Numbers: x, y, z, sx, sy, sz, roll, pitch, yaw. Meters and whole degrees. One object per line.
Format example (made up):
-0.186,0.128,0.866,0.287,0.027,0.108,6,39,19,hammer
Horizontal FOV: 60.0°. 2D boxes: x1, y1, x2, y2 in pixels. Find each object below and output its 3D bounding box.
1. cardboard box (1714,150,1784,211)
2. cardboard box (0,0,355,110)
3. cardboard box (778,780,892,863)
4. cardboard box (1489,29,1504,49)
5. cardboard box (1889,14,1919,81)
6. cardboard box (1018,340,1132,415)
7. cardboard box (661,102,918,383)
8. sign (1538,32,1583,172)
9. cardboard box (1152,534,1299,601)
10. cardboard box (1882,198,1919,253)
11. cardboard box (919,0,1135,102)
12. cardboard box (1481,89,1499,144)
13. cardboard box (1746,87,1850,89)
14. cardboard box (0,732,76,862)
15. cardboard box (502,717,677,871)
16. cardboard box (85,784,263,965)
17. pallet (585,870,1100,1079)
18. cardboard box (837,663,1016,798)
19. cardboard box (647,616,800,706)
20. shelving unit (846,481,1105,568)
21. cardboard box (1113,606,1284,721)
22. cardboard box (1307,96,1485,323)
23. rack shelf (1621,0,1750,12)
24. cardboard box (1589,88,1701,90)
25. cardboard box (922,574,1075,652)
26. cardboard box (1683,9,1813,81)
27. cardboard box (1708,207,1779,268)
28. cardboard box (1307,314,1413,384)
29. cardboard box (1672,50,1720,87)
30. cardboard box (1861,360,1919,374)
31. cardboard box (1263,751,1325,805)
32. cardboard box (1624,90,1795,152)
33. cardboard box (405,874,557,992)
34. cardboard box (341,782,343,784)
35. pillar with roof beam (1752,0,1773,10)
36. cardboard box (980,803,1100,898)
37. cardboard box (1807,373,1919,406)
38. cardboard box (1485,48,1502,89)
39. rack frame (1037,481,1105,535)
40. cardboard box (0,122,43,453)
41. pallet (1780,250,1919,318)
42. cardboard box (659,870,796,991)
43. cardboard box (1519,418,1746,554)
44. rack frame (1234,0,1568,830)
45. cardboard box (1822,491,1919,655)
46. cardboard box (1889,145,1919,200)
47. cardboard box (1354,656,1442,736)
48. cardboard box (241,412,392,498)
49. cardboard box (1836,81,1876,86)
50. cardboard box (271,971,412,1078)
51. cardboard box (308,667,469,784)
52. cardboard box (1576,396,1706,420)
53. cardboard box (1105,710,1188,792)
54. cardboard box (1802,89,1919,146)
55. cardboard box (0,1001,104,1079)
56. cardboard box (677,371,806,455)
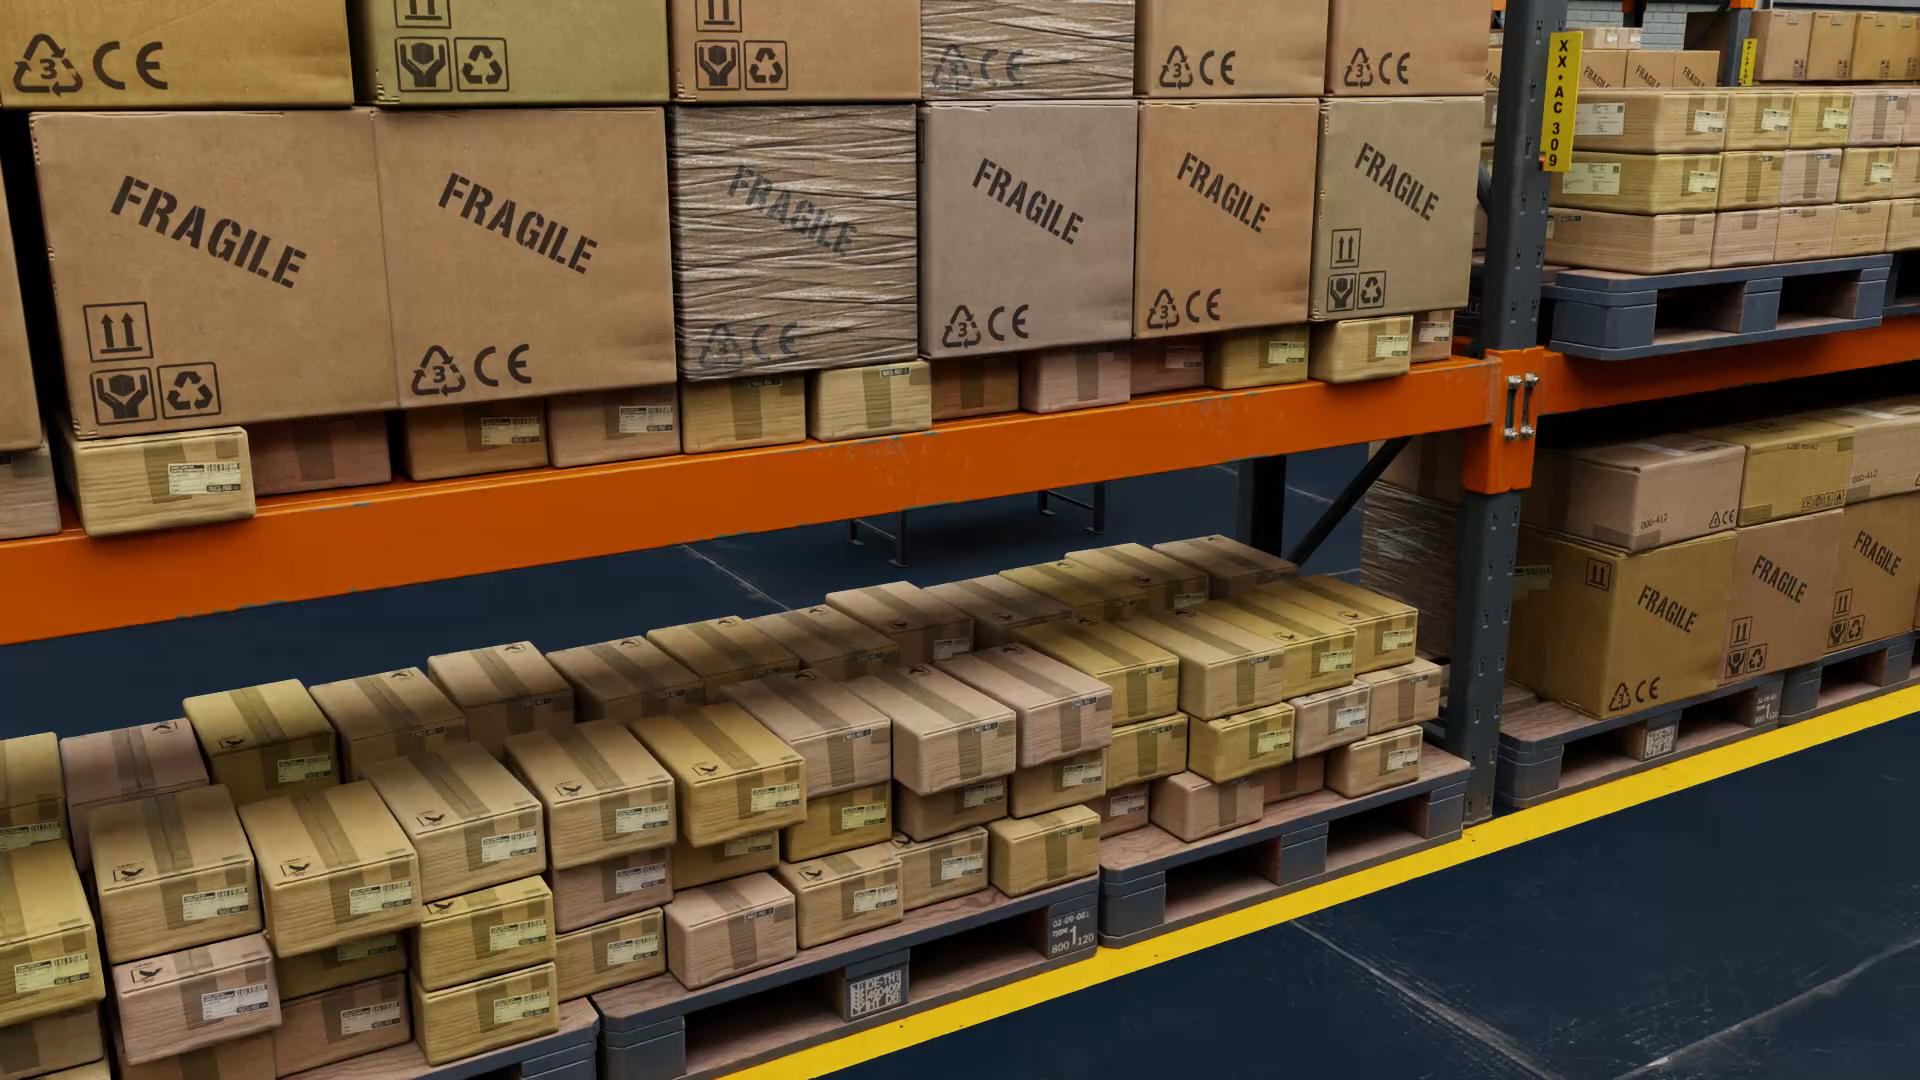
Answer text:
1.966,-0.980,4.484,0.250,0.149,0.380,-10,18,-31,cardboard box
-1.308,-0.960,2.688,0.500,0.500,0.500,-9,18,-28,cardboard box
-0.347,0.568,3.780,0.250,0.149,0.380,-8,18,-27,cardboard box
3.928,-3.561,11.841,0.250,0.149,0.380,-8,18,-27,cardboard box
7.174,-3.921,13.250,0.500,0.500,0.700,-9,18,-30,cardboard box
0.170,-0.397,3.733,0.250,0.149,0.380,-10,19,-32,cardboard box
-0.426,-0.622,3.336,0.500,0.500,0.500,-10,18,-31,cardboard box
1.456,-1.063,4.041,0.005,0.325,0.100,-9,18,-30,sign
0.768,0.113,4.849,0.250,0.149,0.380,-8,18,-27,cardboard box
2.629,-0.944,4.908,0.250,0.149,0.380,-10,19,-32,cardboard box
0.020,-1.175,3.454,0.500,0.500,0.500,-9,18,-28,cardboard box
1.413,-1.239,4.859,0.250,0.149,0.380,-8,18,-27,cardboard box
2.761,-1.458,5.639,0.250,0.149,0.380,-10,18,-30,cardboard box
-1.936,0.537,3.337,0.250,0.149,0.380,-9,18,-29,cardboard box
-0.766,0.514,3.421,0.250,0.149,0.380,-8,18,-28,cardboard box
-1.460,0.609,3.081,0.250,0.149,0.380,-9,18,-29,cardboard box
-0.435,0.844,4.007,1.213,0.211,1.003,-9,18,-30,pallet
-0.081,0.421,3.751,0.250,0.149,0.380,-10,18,-32,cardboard box
-0.585,0.325,4.096,0.250,0.149,0.380,-9,18,-29,cardboard box
0.073,-0.734,7.250,1.048,1.500,0.538,-9,18,-30,shelving unit
0.591,0.304,4.169,0.250,0.149,0.380,-9,18,-30,cardboard box
0.901,-0.829,4.075,0.500,0.500,0.500,-9,18,-30,cardboard box
3.677,-3.834,11.305,4.000,0.370,1.077,-9,18,-30,rack shelf
2.091,-1.349,5.249,0.250,0.149,0.380,-9,18,-30,cardboard box
0.098,0.226,4.448,0.250,0.149,0.380,-10,18,-31,cardboard box
5.880,-3.698,12.455,0.500,0.500,0.700,-9,18,-30,cardboard box
1.979,-0.840,4.537,0.250,0.149,0.380,-9,18,-29,cardboard box
0.881,-0.495,4.083,0.250,0.149,0.380,-10,18,-31,cardboard box
5.114,-3.290,12.075,0.500,0.500,0.500,-10,18,-31,cardboard box
3.448,-0.576,6.371,0.500,0.250,0.500,-9,18,-30,cardboard box
0.743,0.550,4.394,0.250,0.149,0.380,-9,18,-28,cardboard box
1.980,-1.127,4.457,0.250,0.149,0.380,-9,18,-28,cardboard box
-0.974,0.709,3.275,0.250,0.149,0.380,-9,18,-28,cardboard box
-1.226,0.587,3.711,0.250,0.149,0.380,-9,18,-30,cardboard box
12.560,-7.556,17.694,0.400,9.000,9.100,-9,18,-30,pillar with roof beam
0.122,0.677,3.941,0.250,0.149,0.380,-9,18,-30,cardboard box
3.276,-0.391,5.710,0.500,0.250,0.500,-9,18,-28,cardboard box
3.362,-3.010,11.075,0.500,0.500,0.500,-9,18,-29,cardboard box
0.509,-0.805,7.502,0.032,1.500,0.500,-9,18,-30,rack frame
-1.732,-0.404,2.559,0.500,0.500,0.500,-8,18,-27,cardboard box
2.923,-0.950,5.595,1.213,0.211,1.003,-9,18,-30,pallet
-0.550,0.784,3.561,0.250,0.149,0.380,-10,19,-32,cardboard box
1.939,-0.172,4.929,0.500,0.250,0.500,-10,19,-32,cardboard box
1.170,-0.771,4.601,0.127,3.000,1.000,-9,18,-30,rack frame
2.835,0.040,5.564,0.500,0.500,0.500,-9,18,-29,cardboard box
2.639,-1.090,4.878,0.250,0.149,0.380,-8,18,-27,cardboard box
1.064,0.374,4.471,0.250,0.149,0.380,-9,18,-29,cardboard box
-1.206,-0.201,3.033,0.250,0.149,0.380,-8,18,-27,cardboard box
6.768,-3.344,13.045,0.500,0.500,0.500,-9,18,-30,cardboard box
-1.253,0.866,3.268,0.250,0.149,0.380,-9,18,-29,cardboard box
-1.279,0.429,3.724,0.250,0.149,0.380,-10,19,-32,cardboard box
2.126,-0.361,5.603,0.500,0.250,0.500,-8,18,-27,cardboard box
0.352,0.468,4.136,0.250,0.149,0.380,-9,18,-29,cardboard box
2.636,-1.232,4.832,0.250,0.149,0.380,-9,18,-30,cardboard box
-1.678,0.799,2.954,0.250,0.149,0.380,-8,18,-27,cardboard box
-0.501,-0.291,3.358,0.250,0.149,0.380,-8,18,-28,cardboard box
